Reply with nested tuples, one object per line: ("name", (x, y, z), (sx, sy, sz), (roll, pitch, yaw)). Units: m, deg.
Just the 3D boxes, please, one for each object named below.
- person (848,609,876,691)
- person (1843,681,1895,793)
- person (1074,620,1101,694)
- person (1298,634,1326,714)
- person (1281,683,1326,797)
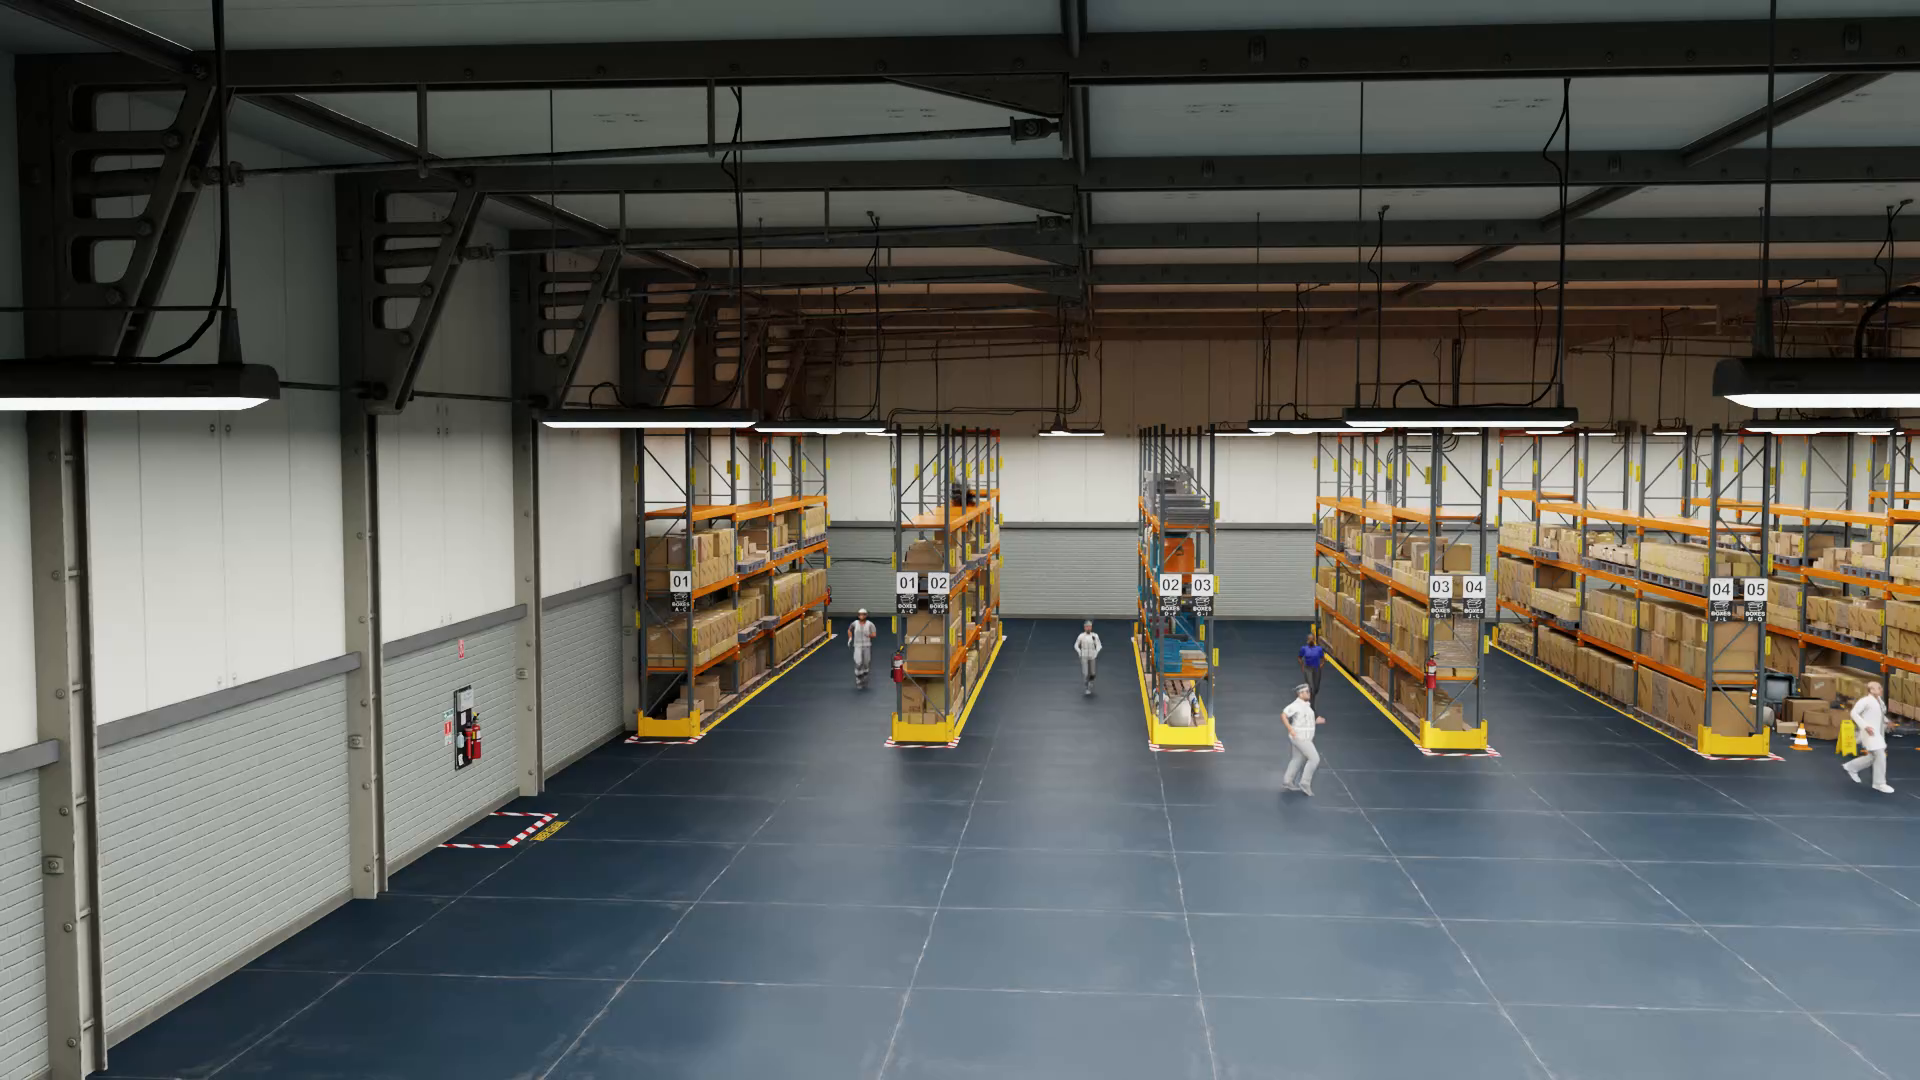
("person", (-2.249, 2.492, 38.202), (0.650, 1.840, 0.826), (0, 3, -7))
("person", (14.869, 3.189, 27.193), (0.724, 1.774, 0.869), (-3, 4, -38))
("person", (2.875, 2.624, 37.345), (0.614, 1.647, 0.540), (0, 3, 1))
("person", (7.397, 2.791, 34.959), (0.576, 1.649, 0.726), (0, 3, 2))
("person", (5.529, 3.213, 26.784), (0.708, 1.834, 0.646), (1, 4, 21))
